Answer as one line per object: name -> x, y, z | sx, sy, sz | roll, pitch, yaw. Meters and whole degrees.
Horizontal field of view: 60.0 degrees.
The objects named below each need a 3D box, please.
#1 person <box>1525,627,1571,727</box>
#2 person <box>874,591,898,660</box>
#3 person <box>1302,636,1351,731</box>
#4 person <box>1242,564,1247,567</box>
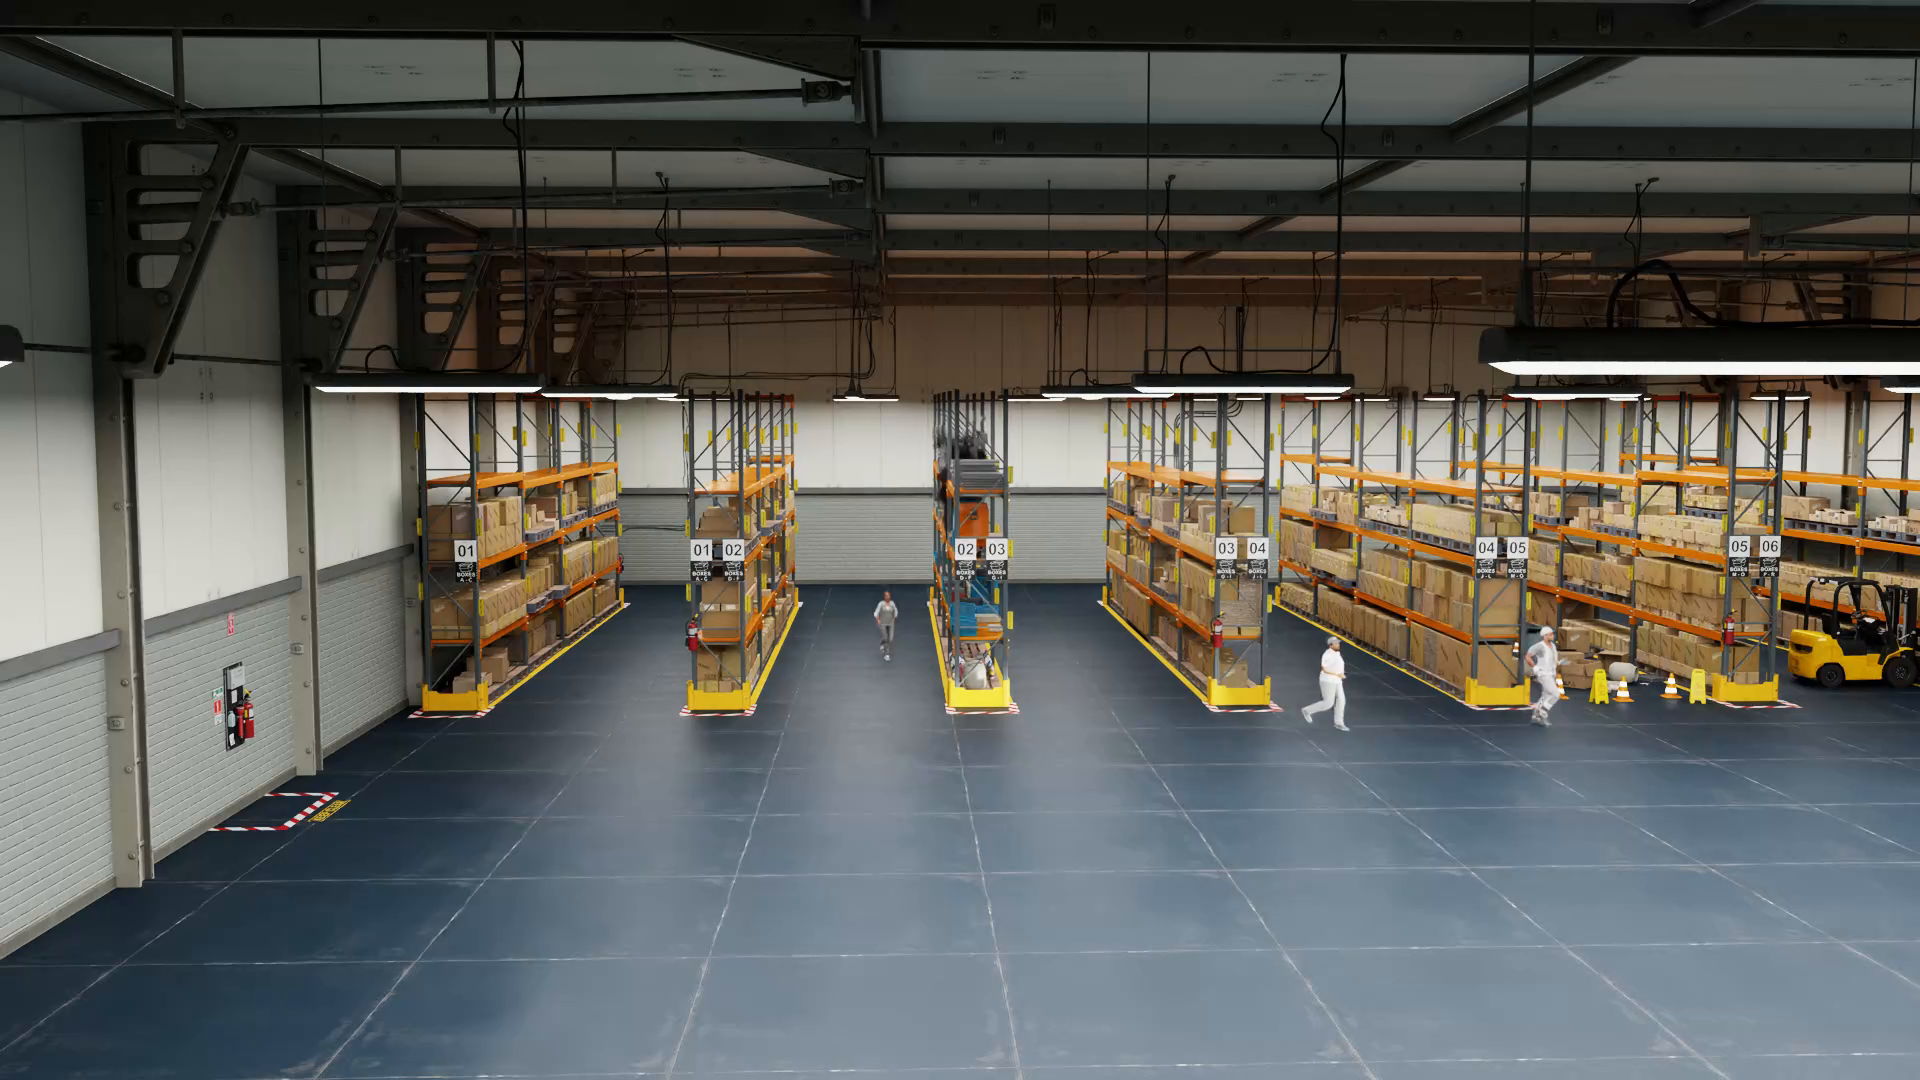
person -> 10.458, 2.435, 29.537 | 0.652, 1.784, 0.645 | -4, 6, -42
person -> -1.635, 1.916, 37.265 | 0.536, 1.555, 0.542 | -1, 5, -14
person -> 6.503, 2.522, 29.346 | 0.838, 1.670, 0.616 | 3, 6, 34
person -> 7.877, 1.094, 46.849 | 0.632, 1.620, 0.504 | 1, 5, 11
